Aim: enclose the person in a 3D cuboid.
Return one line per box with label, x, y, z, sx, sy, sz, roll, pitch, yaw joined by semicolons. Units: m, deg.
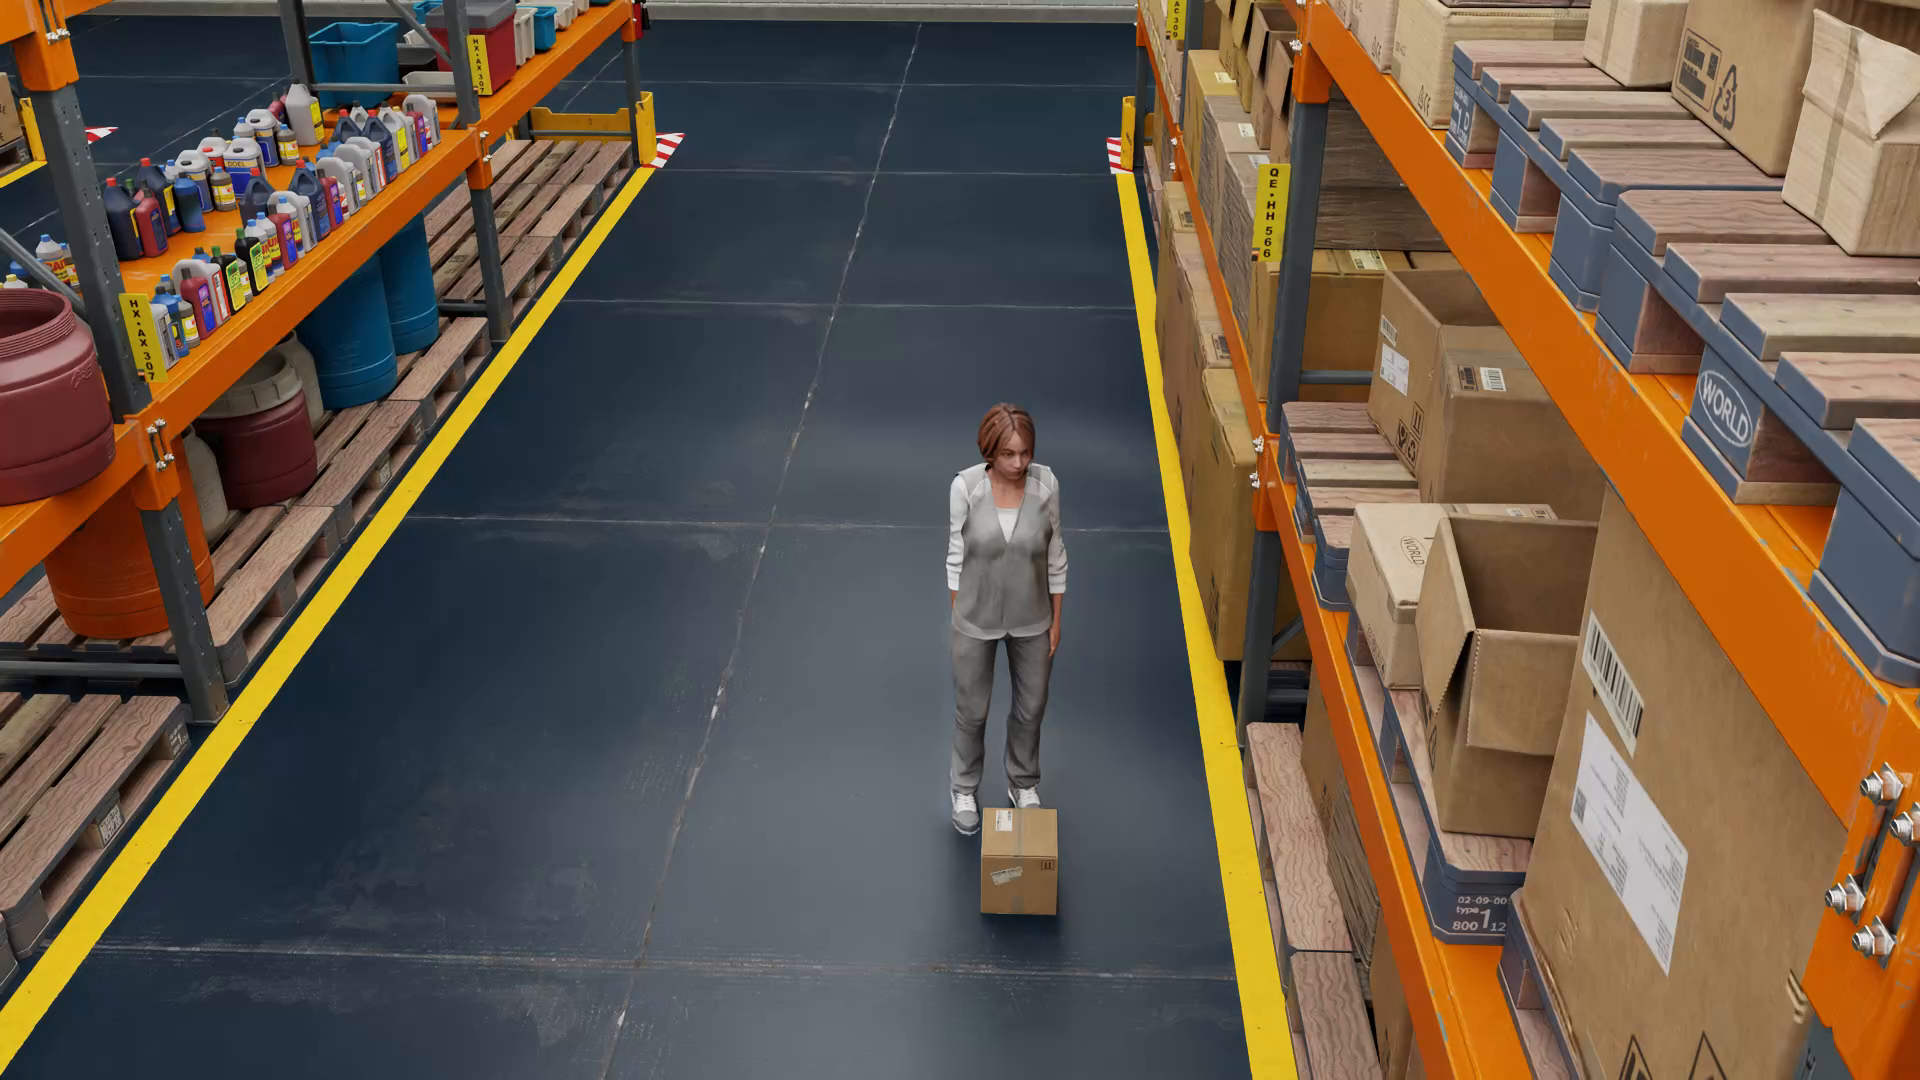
person;0.158;0.284;5.630;0.407;1.609;0.310;-4;29;-7
